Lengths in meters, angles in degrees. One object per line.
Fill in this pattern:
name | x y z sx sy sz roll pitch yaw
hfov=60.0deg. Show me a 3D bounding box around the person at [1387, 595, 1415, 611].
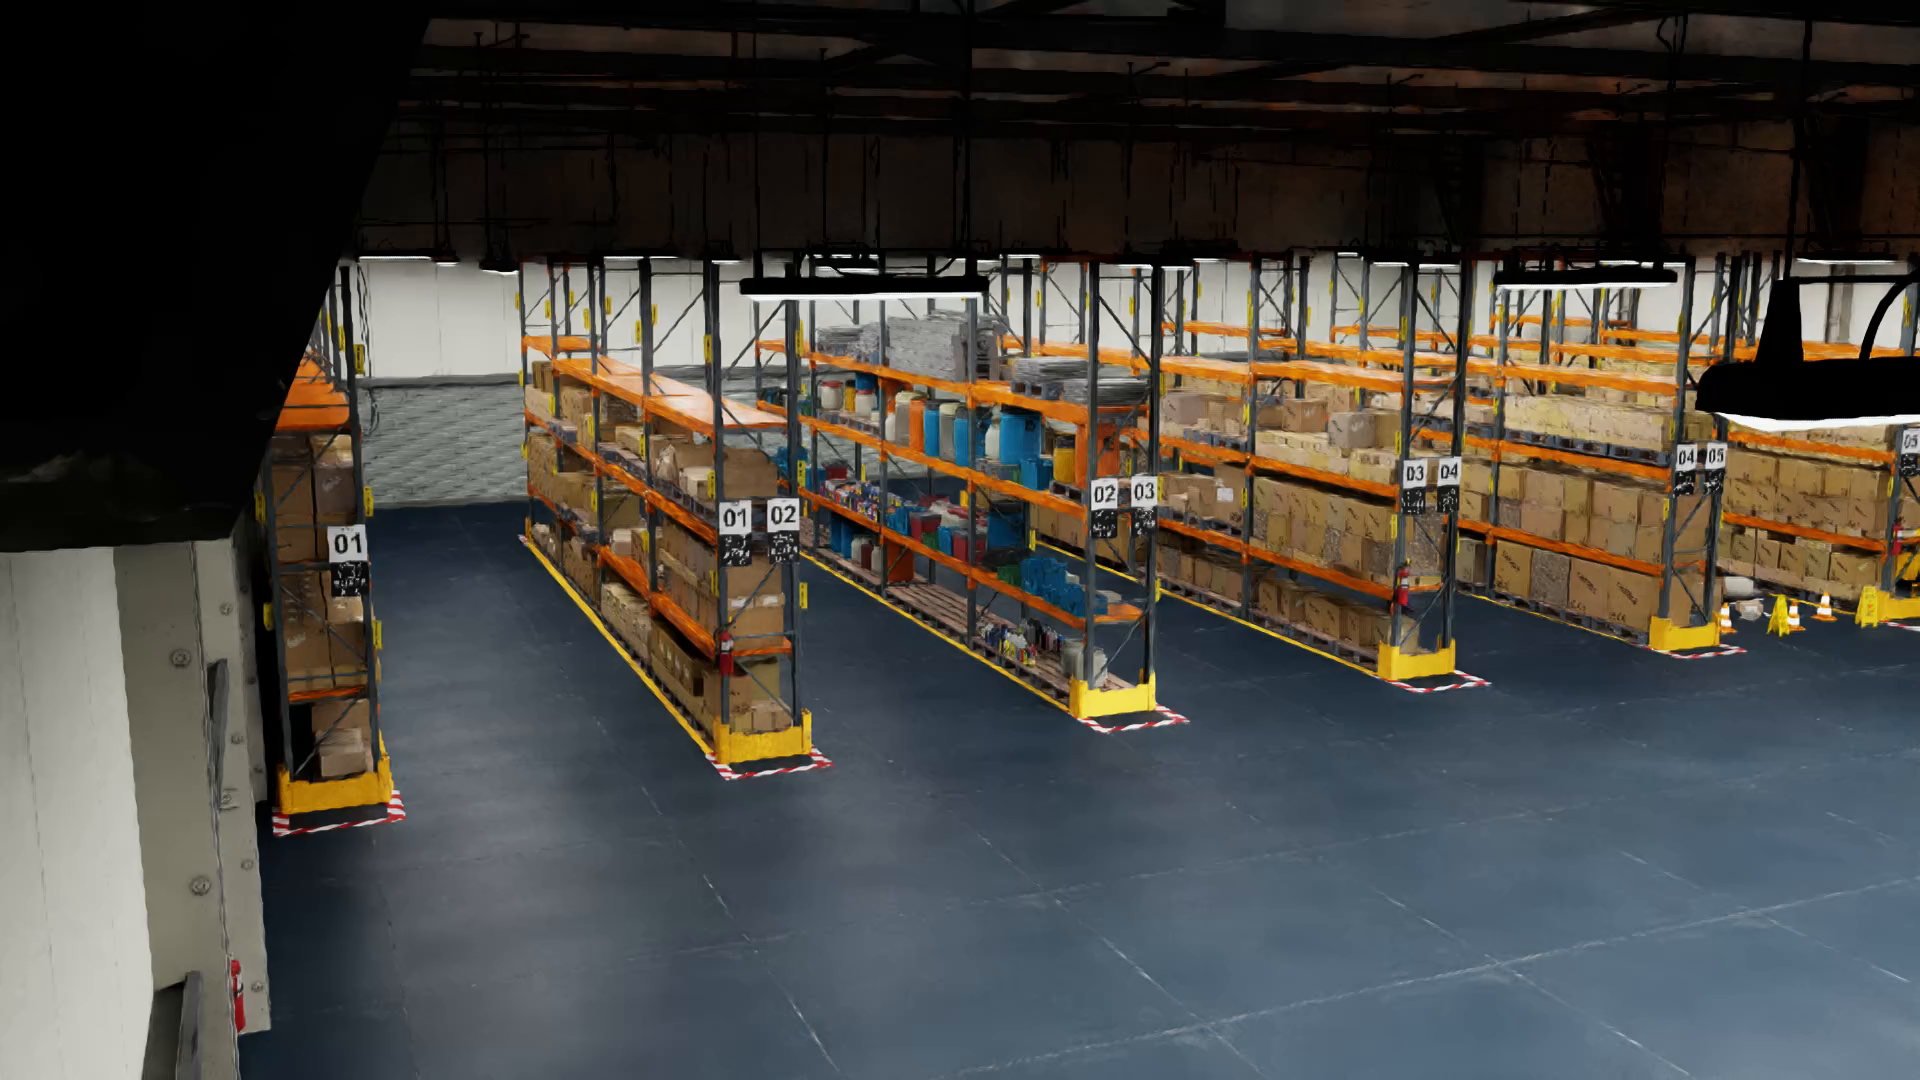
person | 7.546 0.373 28.372 0.530 1.653 0.430 8 13 38
